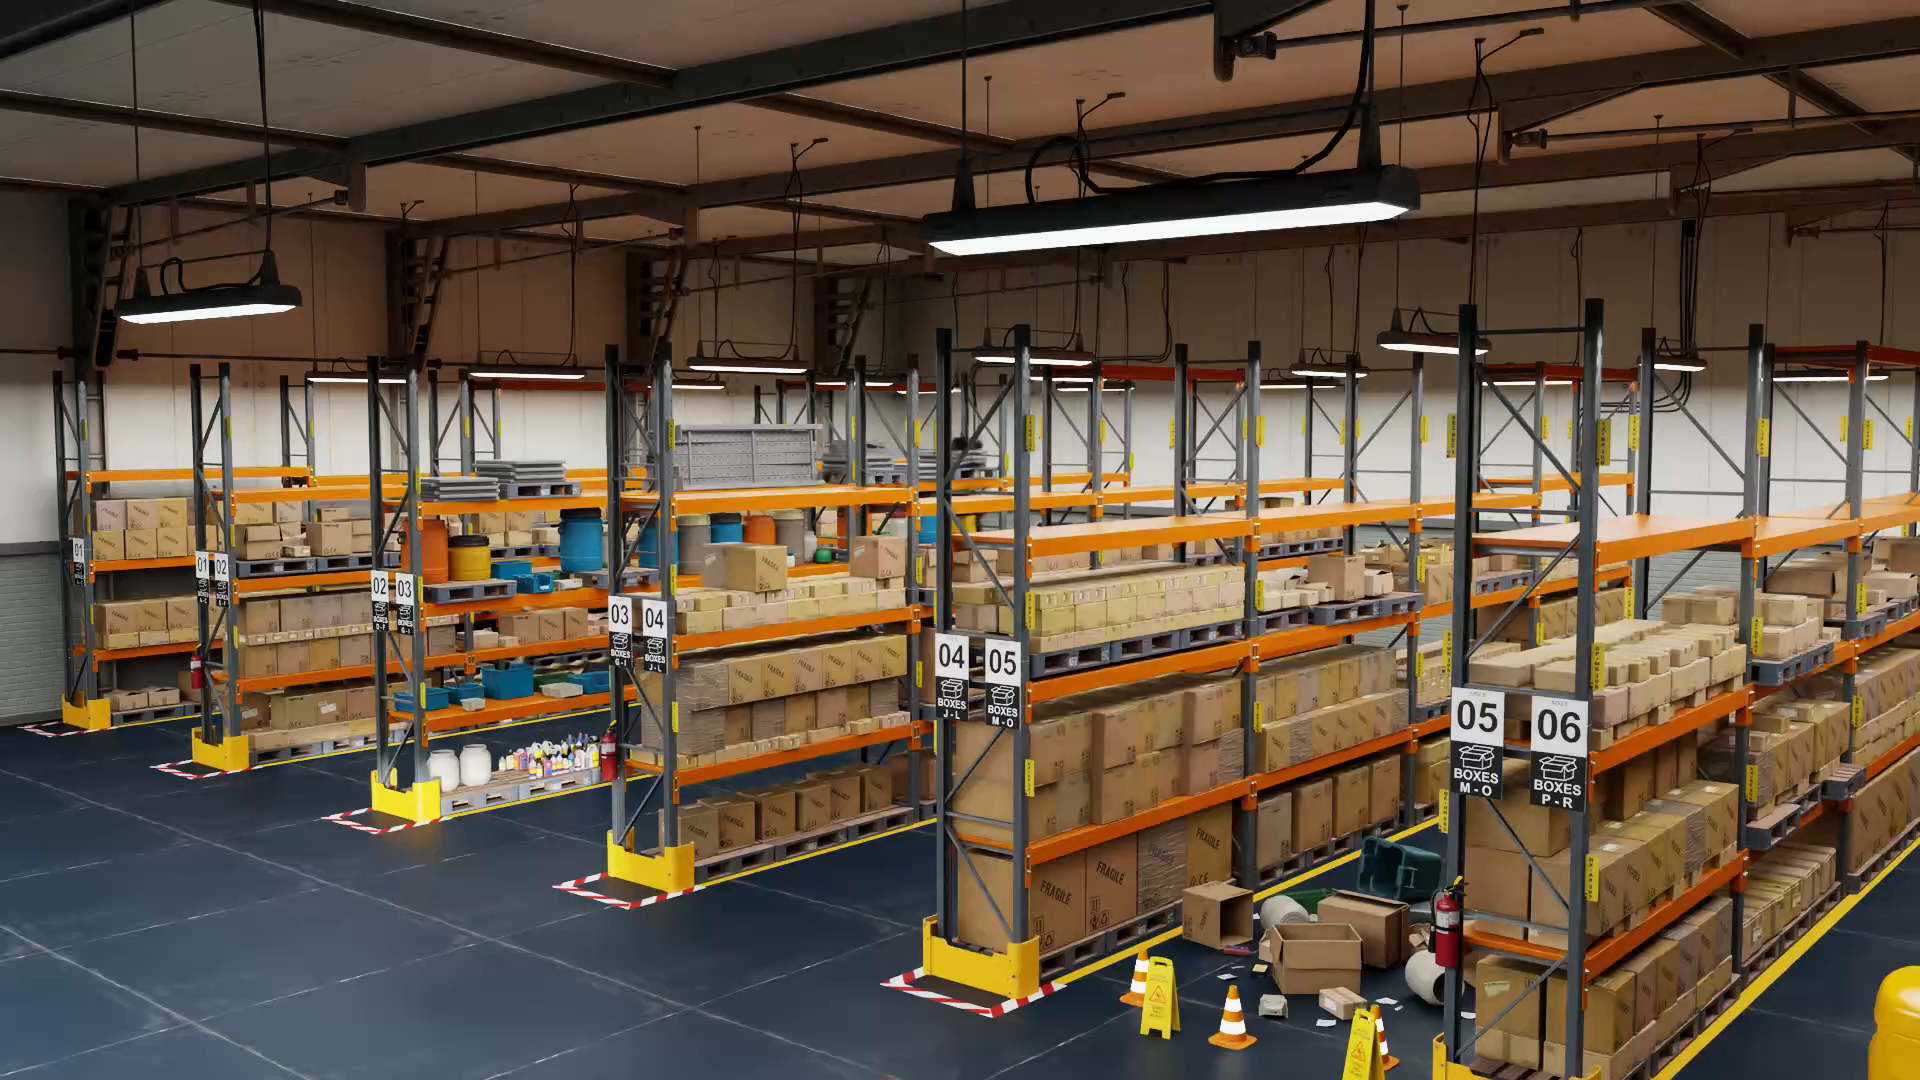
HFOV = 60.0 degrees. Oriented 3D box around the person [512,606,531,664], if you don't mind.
[{"bbox_3d":[-8.186,2.053,31.403,0.710,1.737,0.654,2,5,27],"label":"person"}]
